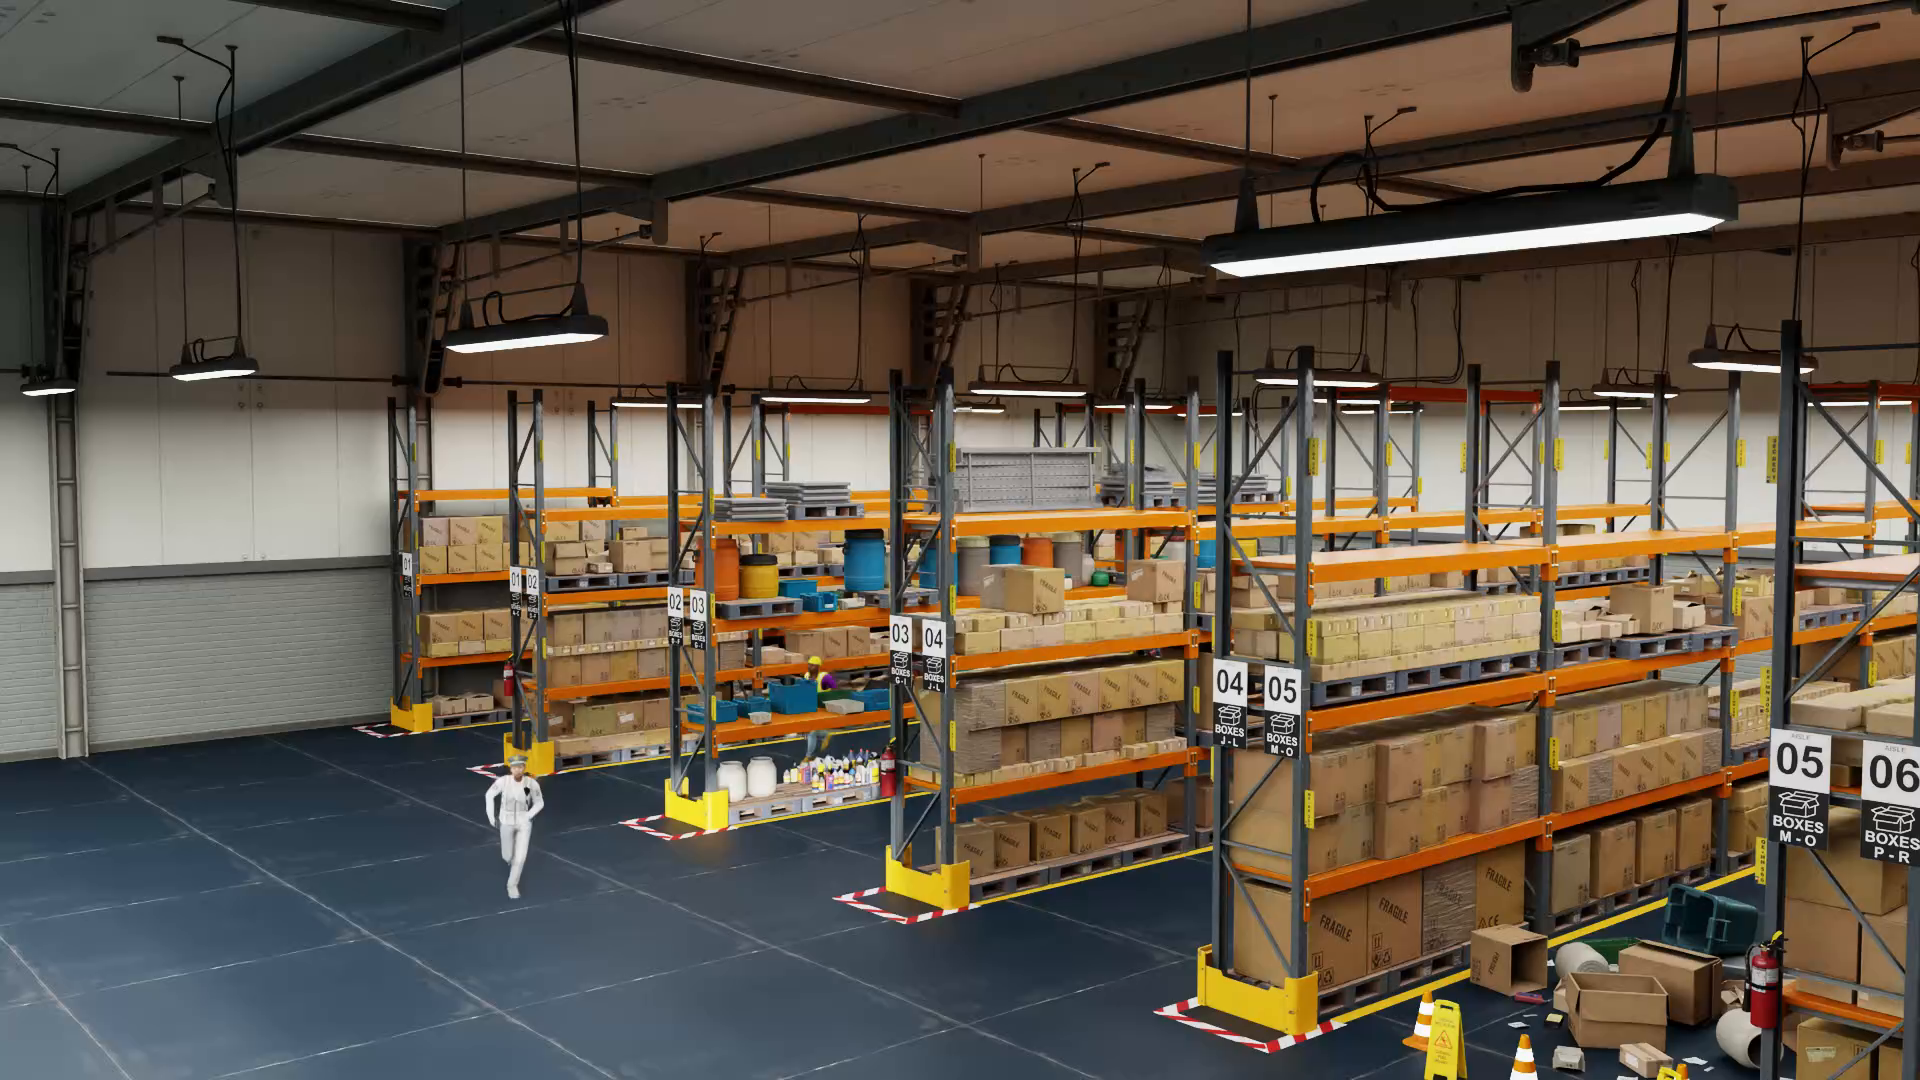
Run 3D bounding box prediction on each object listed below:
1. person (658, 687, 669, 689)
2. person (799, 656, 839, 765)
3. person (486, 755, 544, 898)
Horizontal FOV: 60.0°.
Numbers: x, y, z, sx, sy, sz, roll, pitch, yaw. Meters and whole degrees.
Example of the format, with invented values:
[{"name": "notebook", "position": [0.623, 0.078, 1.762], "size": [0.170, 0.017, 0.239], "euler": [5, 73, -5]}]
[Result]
[{"name": "person", "position": [-5.266, 2.527, 30.636], "size": [0.717, 1.741, 0.818], "euler": [3, 5, 44]}, {"name": "person", "position": [-2.300, 2.736, 26.955], "size": [0.726, 1.740, 0.772], "euler": [2, 4, 32]}, {"name": "person", "position": [-5.085, 3.254, 19.006], "size": [0.653, 1.646, 0.621], "euler": [-1, 3, -12]}]
